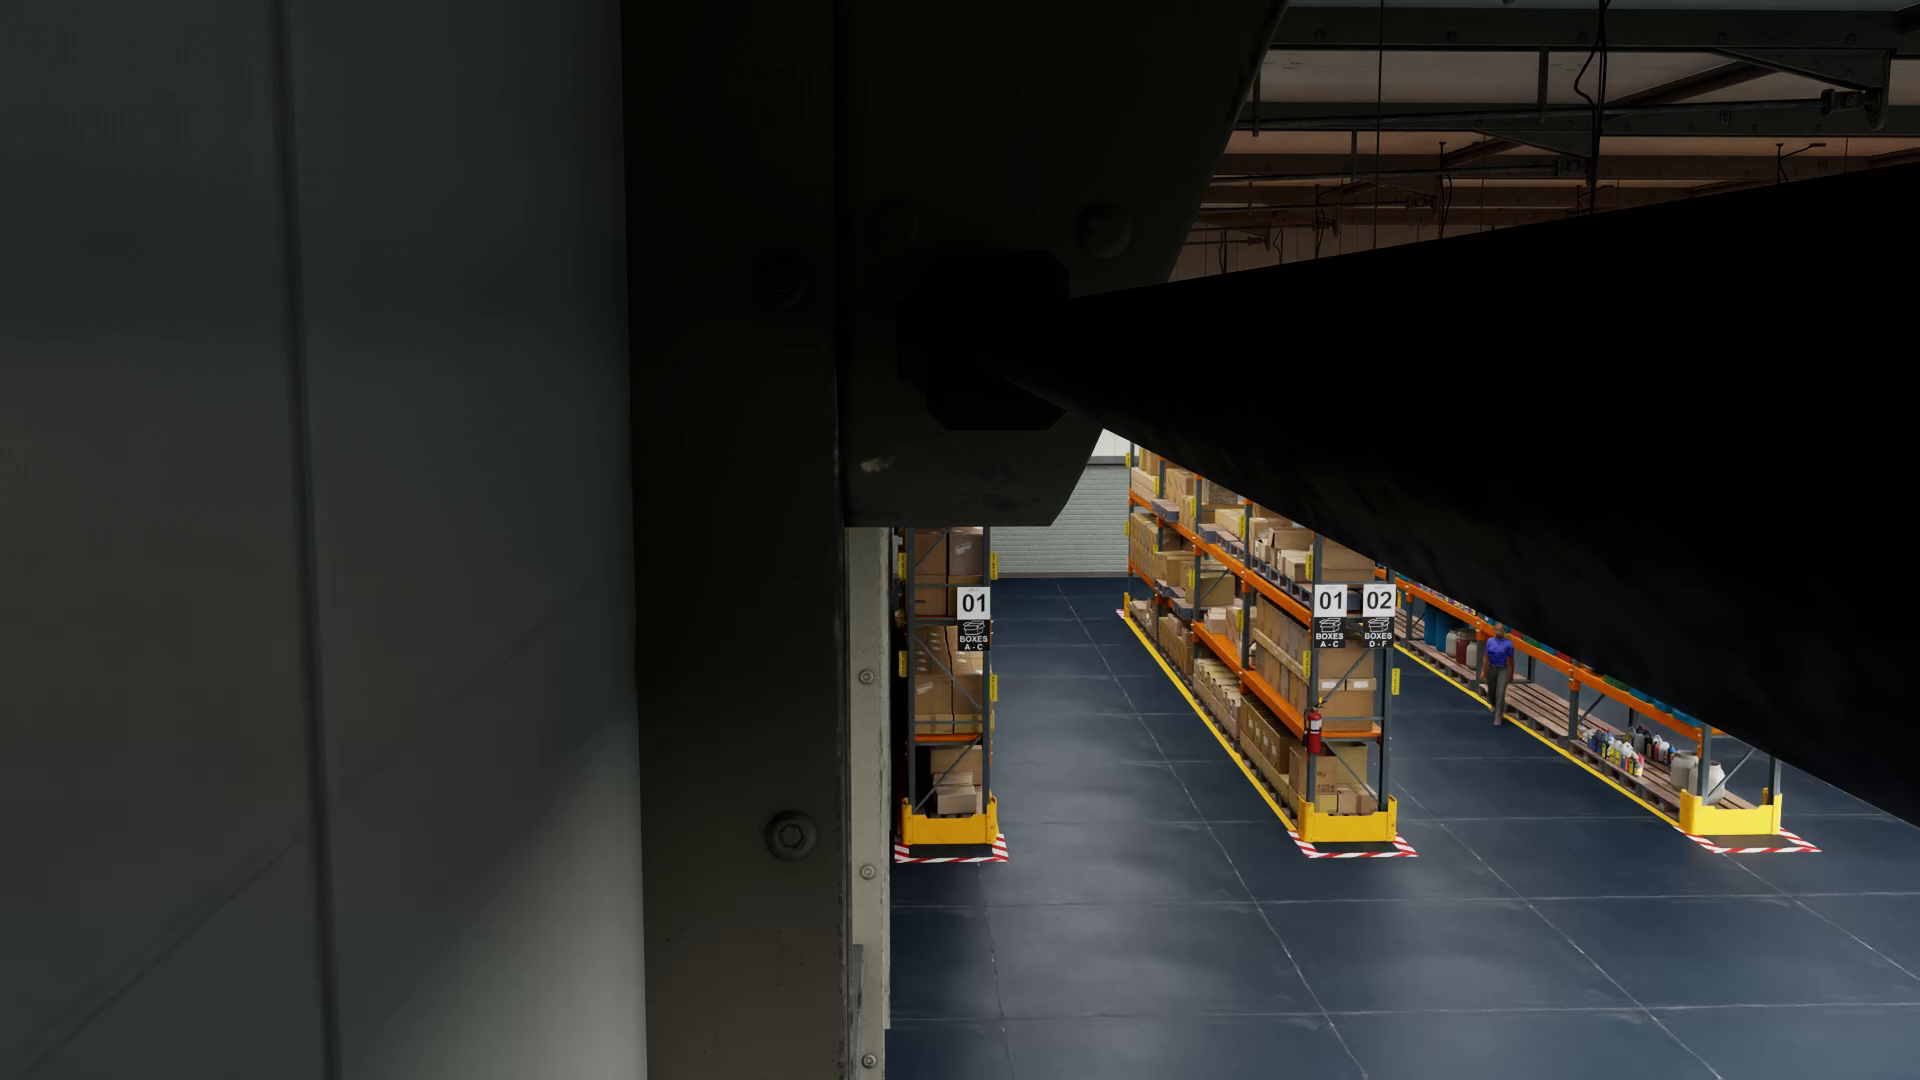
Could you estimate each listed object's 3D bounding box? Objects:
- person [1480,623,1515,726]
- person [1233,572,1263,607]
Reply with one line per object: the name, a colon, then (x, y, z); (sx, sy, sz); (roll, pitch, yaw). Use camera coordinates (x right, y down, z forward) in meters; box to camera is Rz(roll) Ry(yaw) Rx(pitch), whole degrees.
person: (8.636, 2.107, 26.680); (0.492, 1.598, 1.026); (4, 8, 27)
person: (5.844, 1.112, 33.886); (0.621, 1.718, 1.103); (0, 7, -1)
